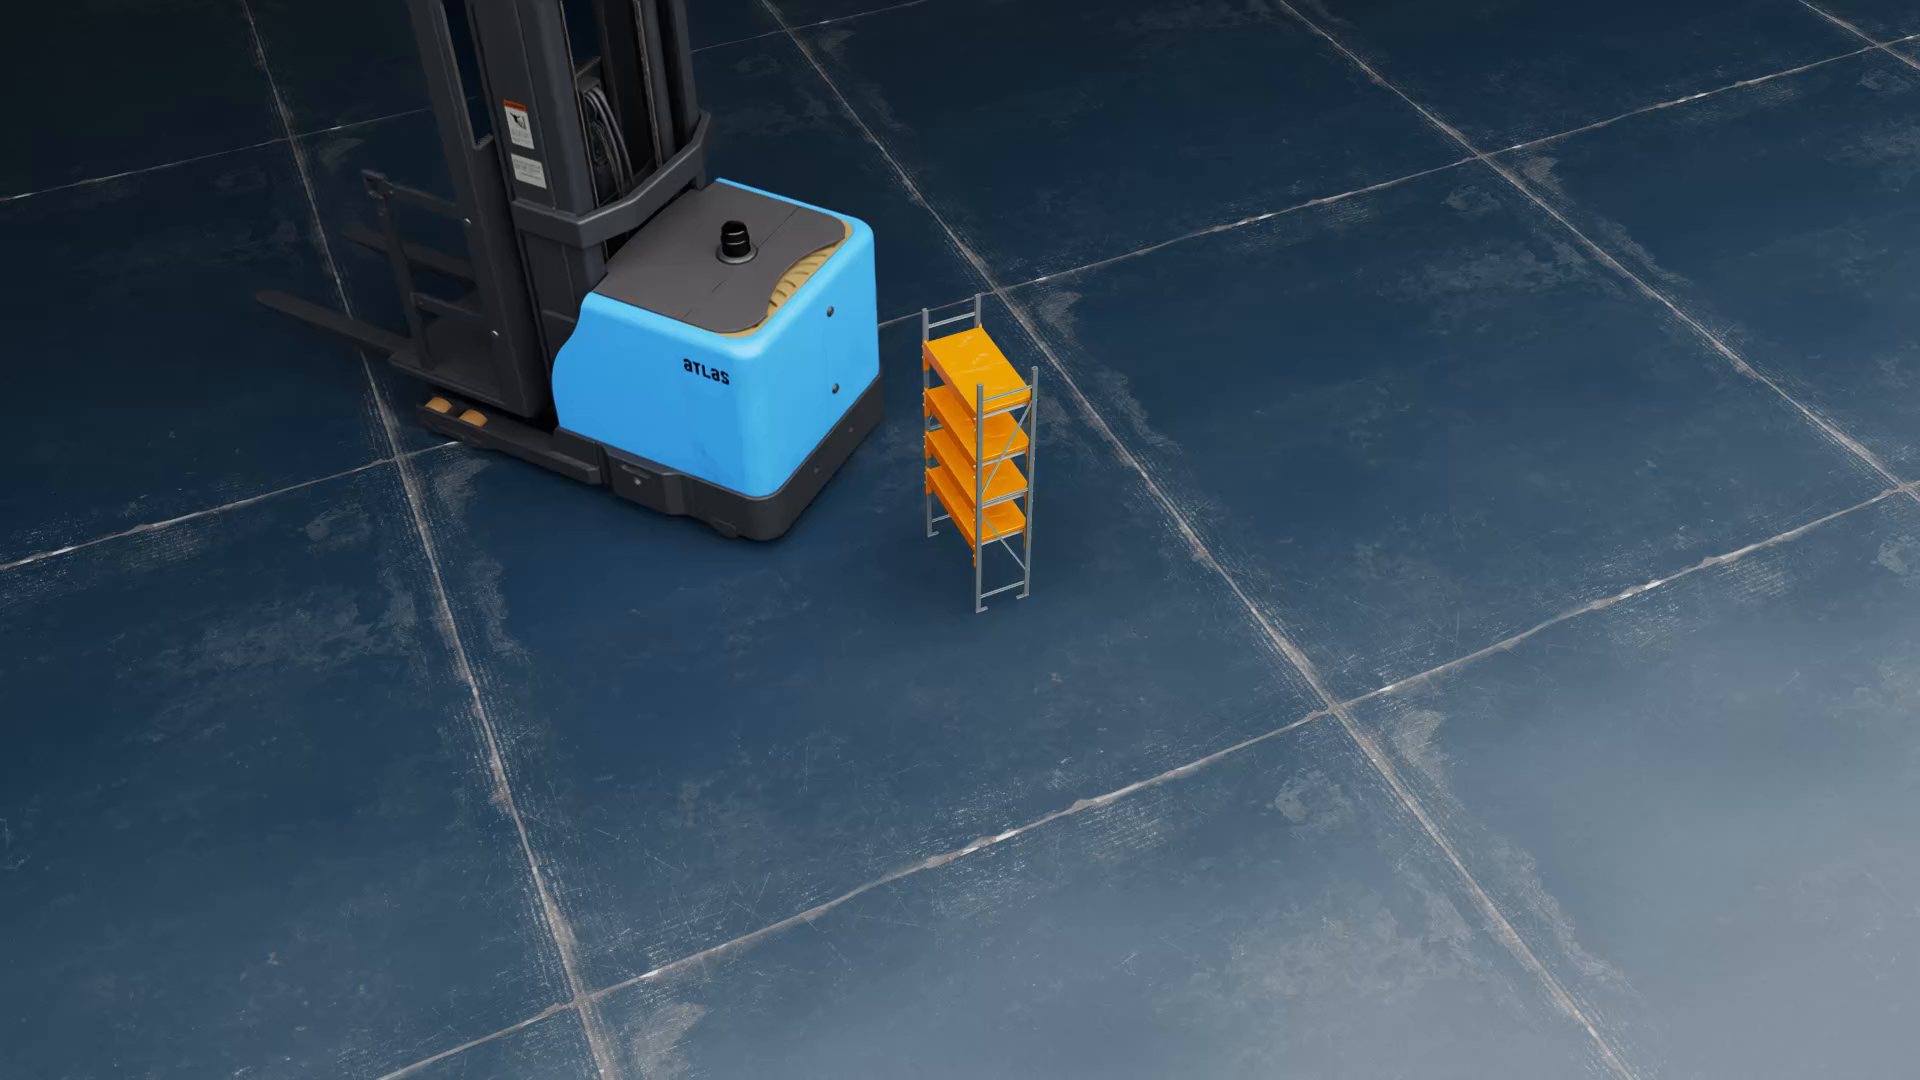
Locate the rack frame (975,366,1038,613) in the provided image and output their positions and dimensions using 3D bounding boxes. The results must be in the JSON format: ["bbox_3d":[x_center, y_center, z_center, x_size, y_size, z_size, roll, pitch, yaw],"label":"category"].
[{"bbox_3d":[0.172,-0.166,6.433,0.240,1.200,0.015,-18,47,-17],"label":"rack frame"}]

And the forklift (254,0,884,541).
[{"bbox_3d":[-1.896,-1.776,6.832,3.031,2.935,1.130,20,48,19],"label":"forklift"}]

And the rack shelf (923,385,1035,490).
[{"bbox_3d":[0.070,-0.433,6.481,0.258,0.148,0.480,-18,47,-17],"label":"rack shelf"}]

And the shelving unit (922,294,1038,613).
[{"bbox_3d":[0.070,-0.322,6.591,0.258,1.200,0.503,-18,47,-17],"label":"shelving unit"}]

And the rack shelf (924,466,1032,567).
[{"bbox_3d":[0.070,-0.132,6.777,0.258,0.148,0.480,-18,47,-17],"label":"rack shelf"}]

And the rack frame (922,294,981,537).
[{"bbox_3d":[-0.033,-0.477,6.748,0.240,1.200,0.015,-18,47,-17],"label":"rack frame"}]

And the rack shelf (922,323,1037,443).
[{"bbox_3d":[0.070,-0.601,6.315,0.258,0.148,0.480,-18,47,-17],"label":"rack shelf"}]

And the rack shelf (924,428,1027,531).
[{"bbox_3d":[0.070,-0.274,6.638,0.258,0.148,0.480,-18,47,-17],"label":"rack shelf"}]
